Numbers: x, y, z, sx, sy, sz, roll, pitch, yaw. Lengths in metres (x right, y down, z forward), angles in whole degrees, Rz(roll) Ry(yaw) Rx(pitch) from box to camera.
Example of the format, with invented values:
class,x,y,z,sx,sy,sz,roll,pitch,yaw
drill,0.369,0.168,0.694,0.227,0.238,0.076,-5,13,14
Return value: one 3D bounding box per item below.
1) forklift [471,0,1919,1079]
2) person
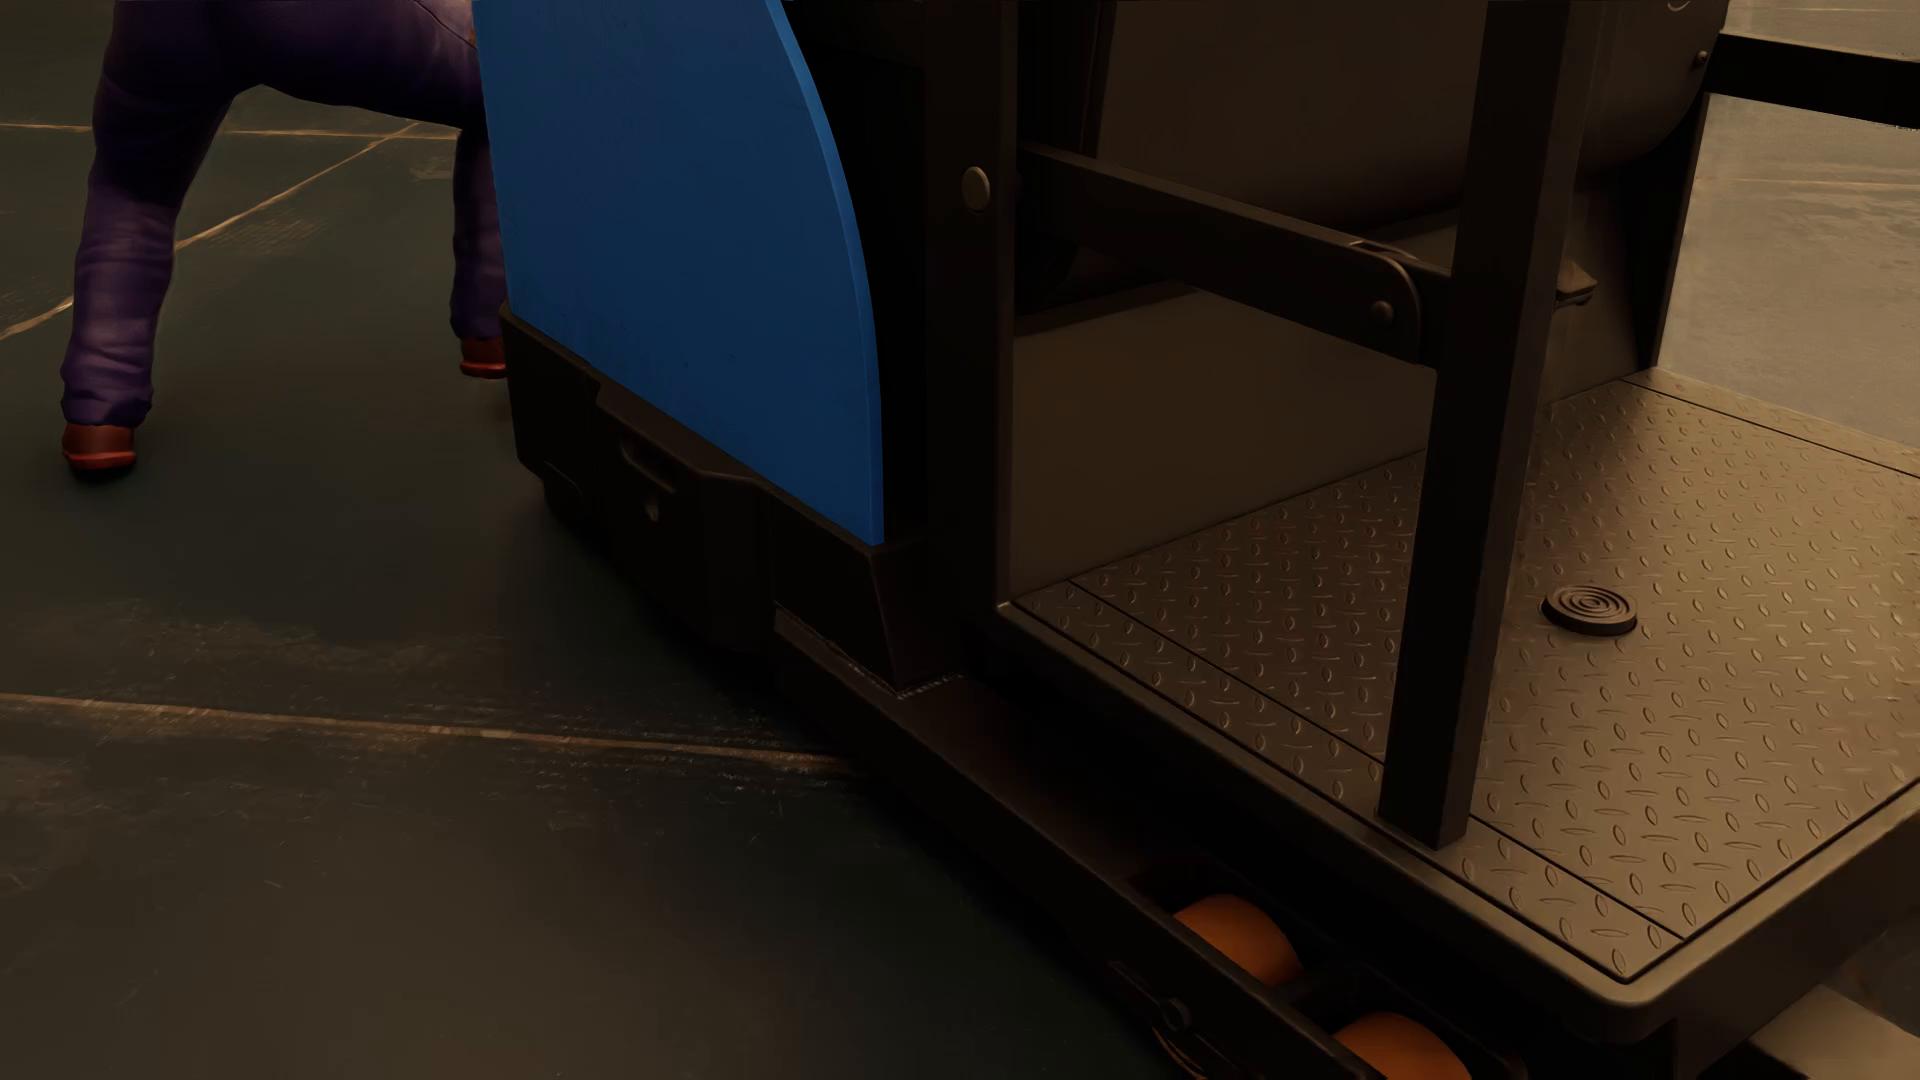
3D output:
class,x,y,z,sx,sy,sz,roll,pitch,yaw
forklift,0.586,-0.998,1.218,1.130,2.935,3.031,-18,32,-32
person,-1.145,-0.881,2.606,0.890,1.541,0.659,4,27,9
